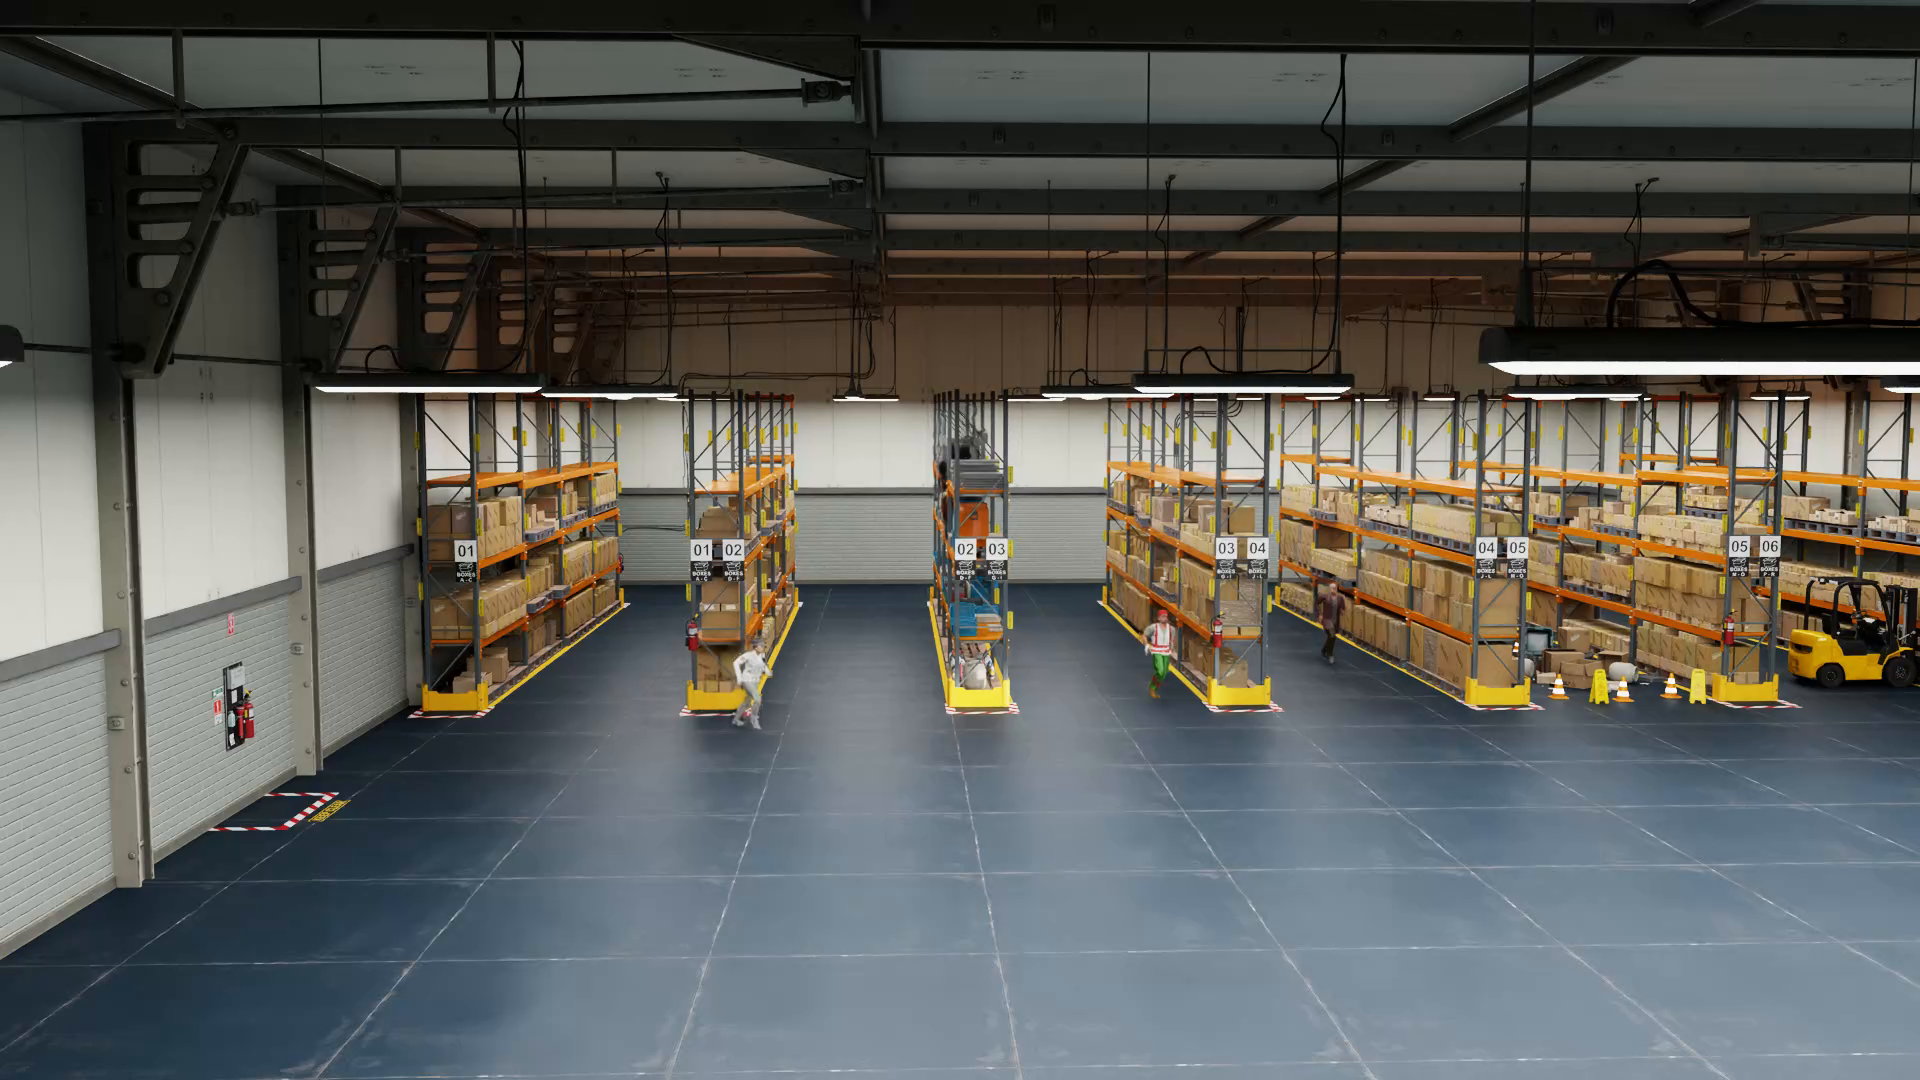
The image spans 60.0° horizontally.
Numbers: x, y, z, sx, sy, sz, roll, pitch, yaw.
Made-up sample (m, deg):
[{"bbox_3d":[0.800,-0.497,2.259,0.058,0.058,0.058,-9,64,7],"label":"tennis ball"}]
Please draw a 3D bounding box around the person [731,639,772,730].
[{"bbox_3d":[-3.697,2.539,29.430,0.815,1.644,0.632,3,6,33],"label":"person"}]

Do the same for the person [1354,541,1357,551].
[{"bbox_3d":[11.755,0.850,49.191,0.569,1.756,0.660,0,5,5],"label":"person"}]

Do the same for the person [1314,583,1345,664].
[{"bbox_3d":[8.230,1.850,36.878,0.613,1.815,0.909,-2,5,-19],"label":"person"}]

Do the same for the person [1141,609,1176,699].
[{"bbox_3d":[3.907,2.213,32.246,0.637,1.734,0.643,-1,5,-17],"label":"person"}]
